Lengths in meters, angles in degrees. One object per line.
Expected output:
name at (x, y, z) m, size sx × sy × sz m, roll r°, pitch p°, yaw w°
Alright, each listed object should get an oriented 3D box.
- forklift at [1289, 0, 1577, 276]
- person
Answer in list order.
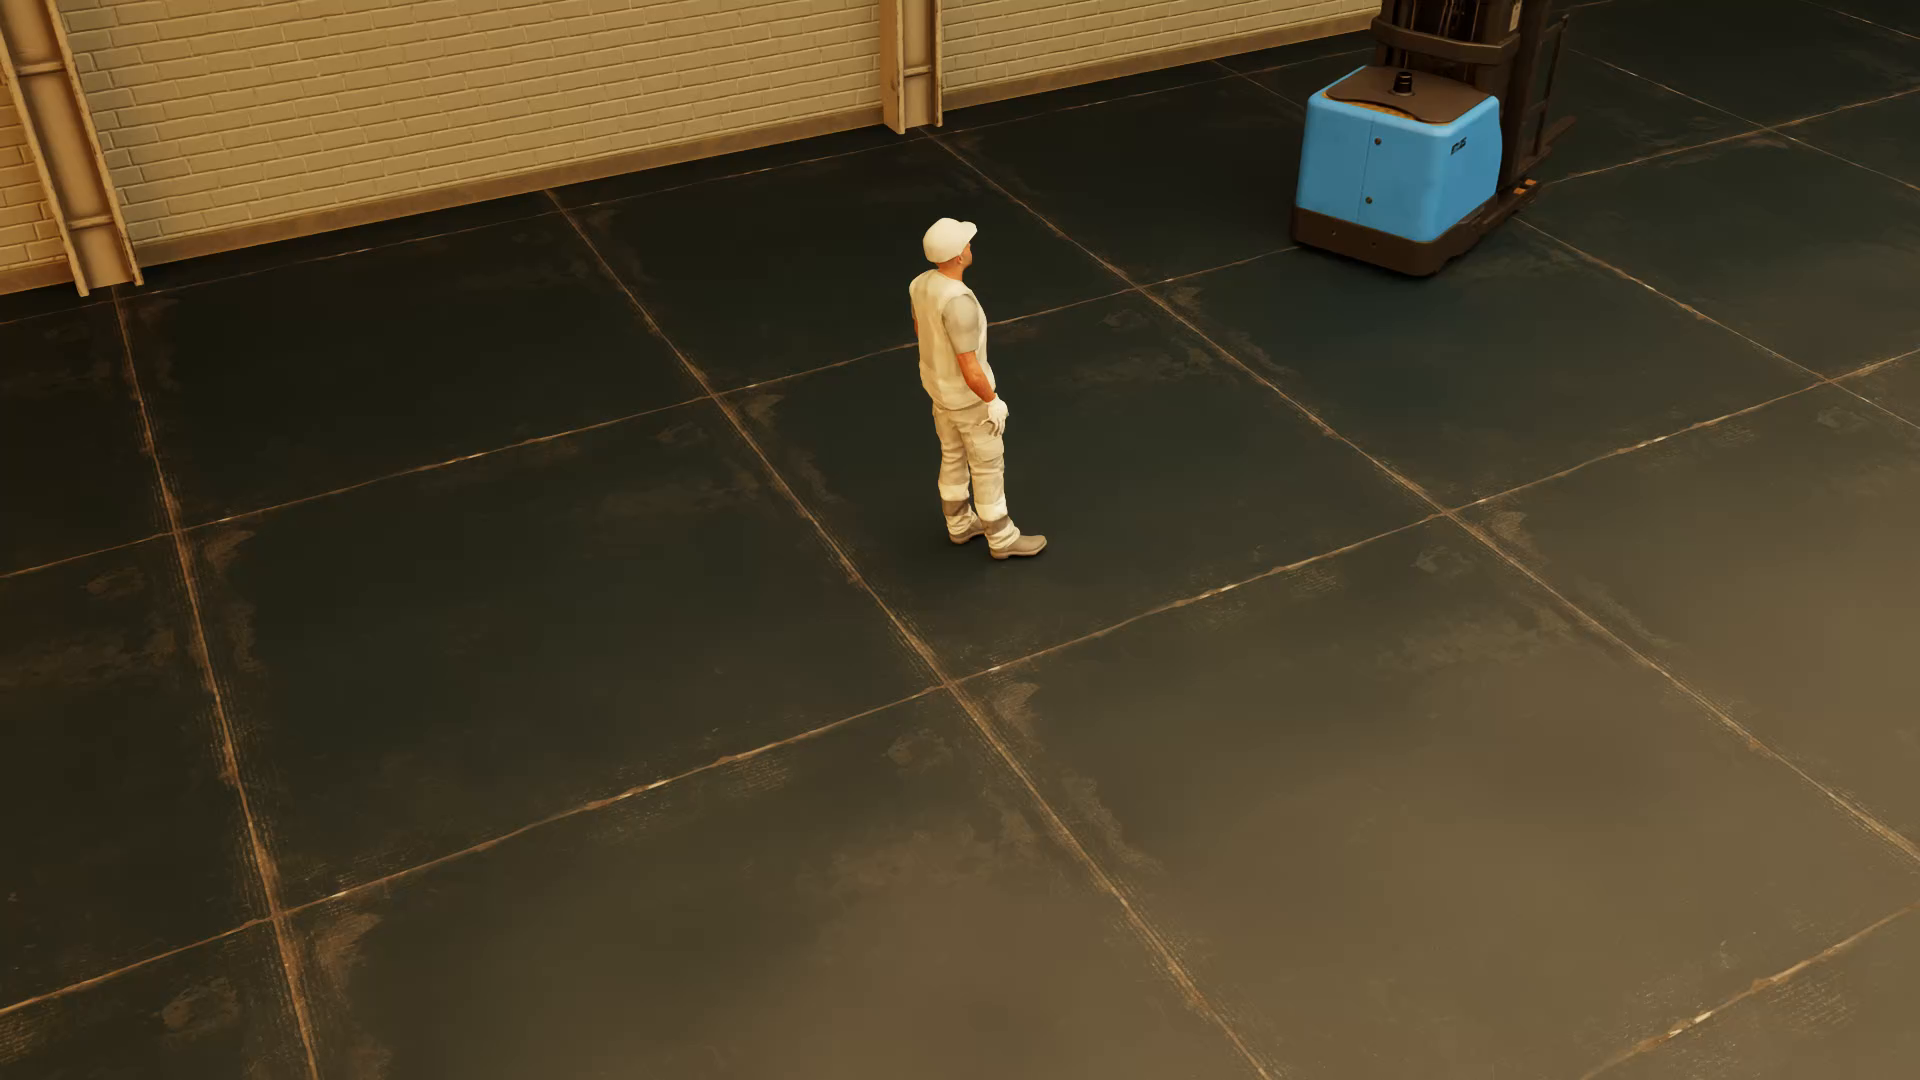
forklift at (3.589, -3.732, 11.402) m, size 1.130 × 2.935 × 3.031 m, roll 25°, pitch 42°, yaw 31°
person at (0.076, -0.752, 8.163) m, size 0.564 × 1.787 × 0.637 m, roll -17°, pitch 39°, yaw -23°
